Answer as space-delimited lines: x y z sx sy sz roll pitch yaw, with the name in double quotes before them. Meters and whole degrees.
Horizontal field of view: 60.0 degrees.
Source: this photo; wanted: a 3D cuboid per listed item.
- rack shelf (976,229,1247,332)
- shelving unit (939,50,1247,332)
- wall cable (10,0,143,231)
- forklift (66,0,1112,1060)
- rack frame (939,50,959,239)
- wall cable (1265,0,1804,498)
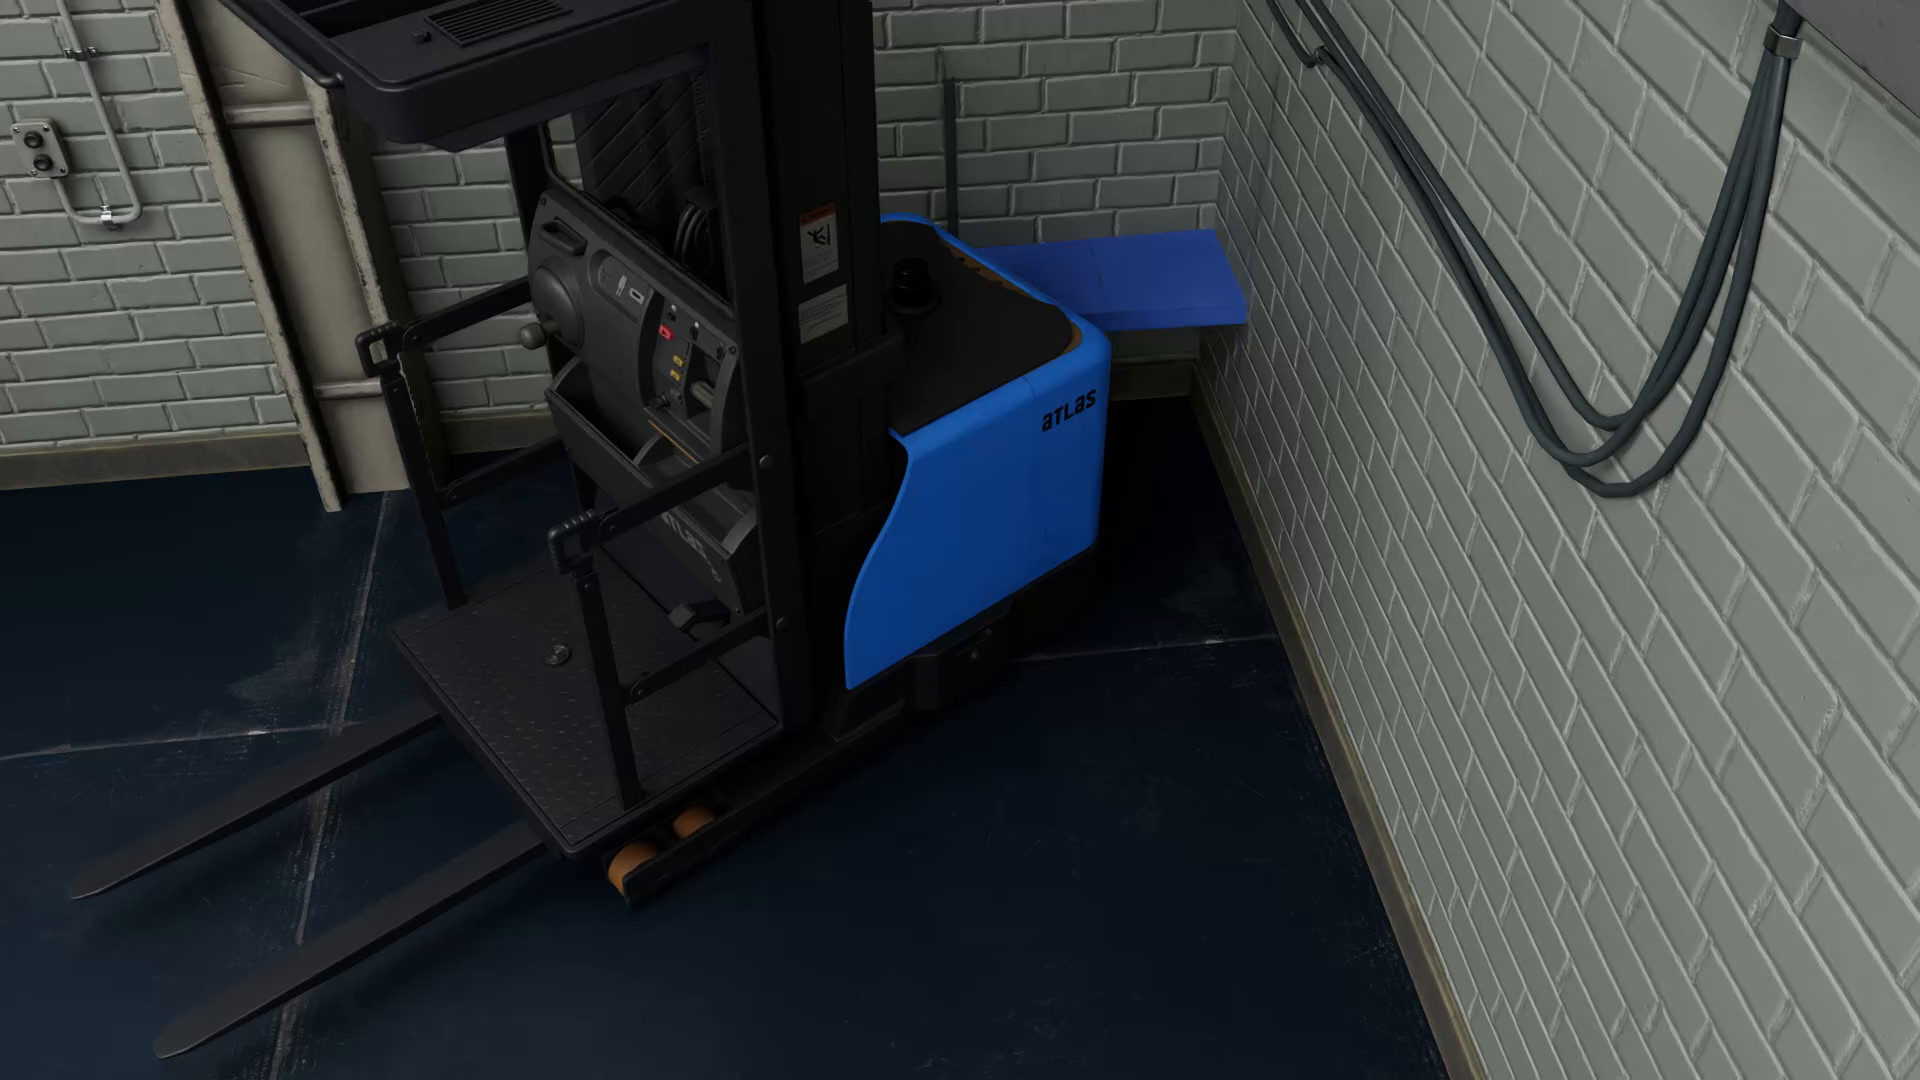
"rack shelf" 0.474 -0.863 5.767 1.000 0.185 0.538 -4 42 -3
"shelving unit" 0.471 -0.997 5.647 1.048 1.500 0.538 -4 42 -3
"wall cable" -3.478 -1.640 4.570 1.851 1.984 0.084 -5 42 -6
"forklift" -0.995 -0.489 4.103 3.031 2.935 1.130 -29 50 -29
"rack frame" -0.036 -0.963 5.623 0.032 1.500 0.500 -4 42 -3
"wall cable" 1.030 -1.852 3.403 0.112 2.526 3.097 -5 42 -6
